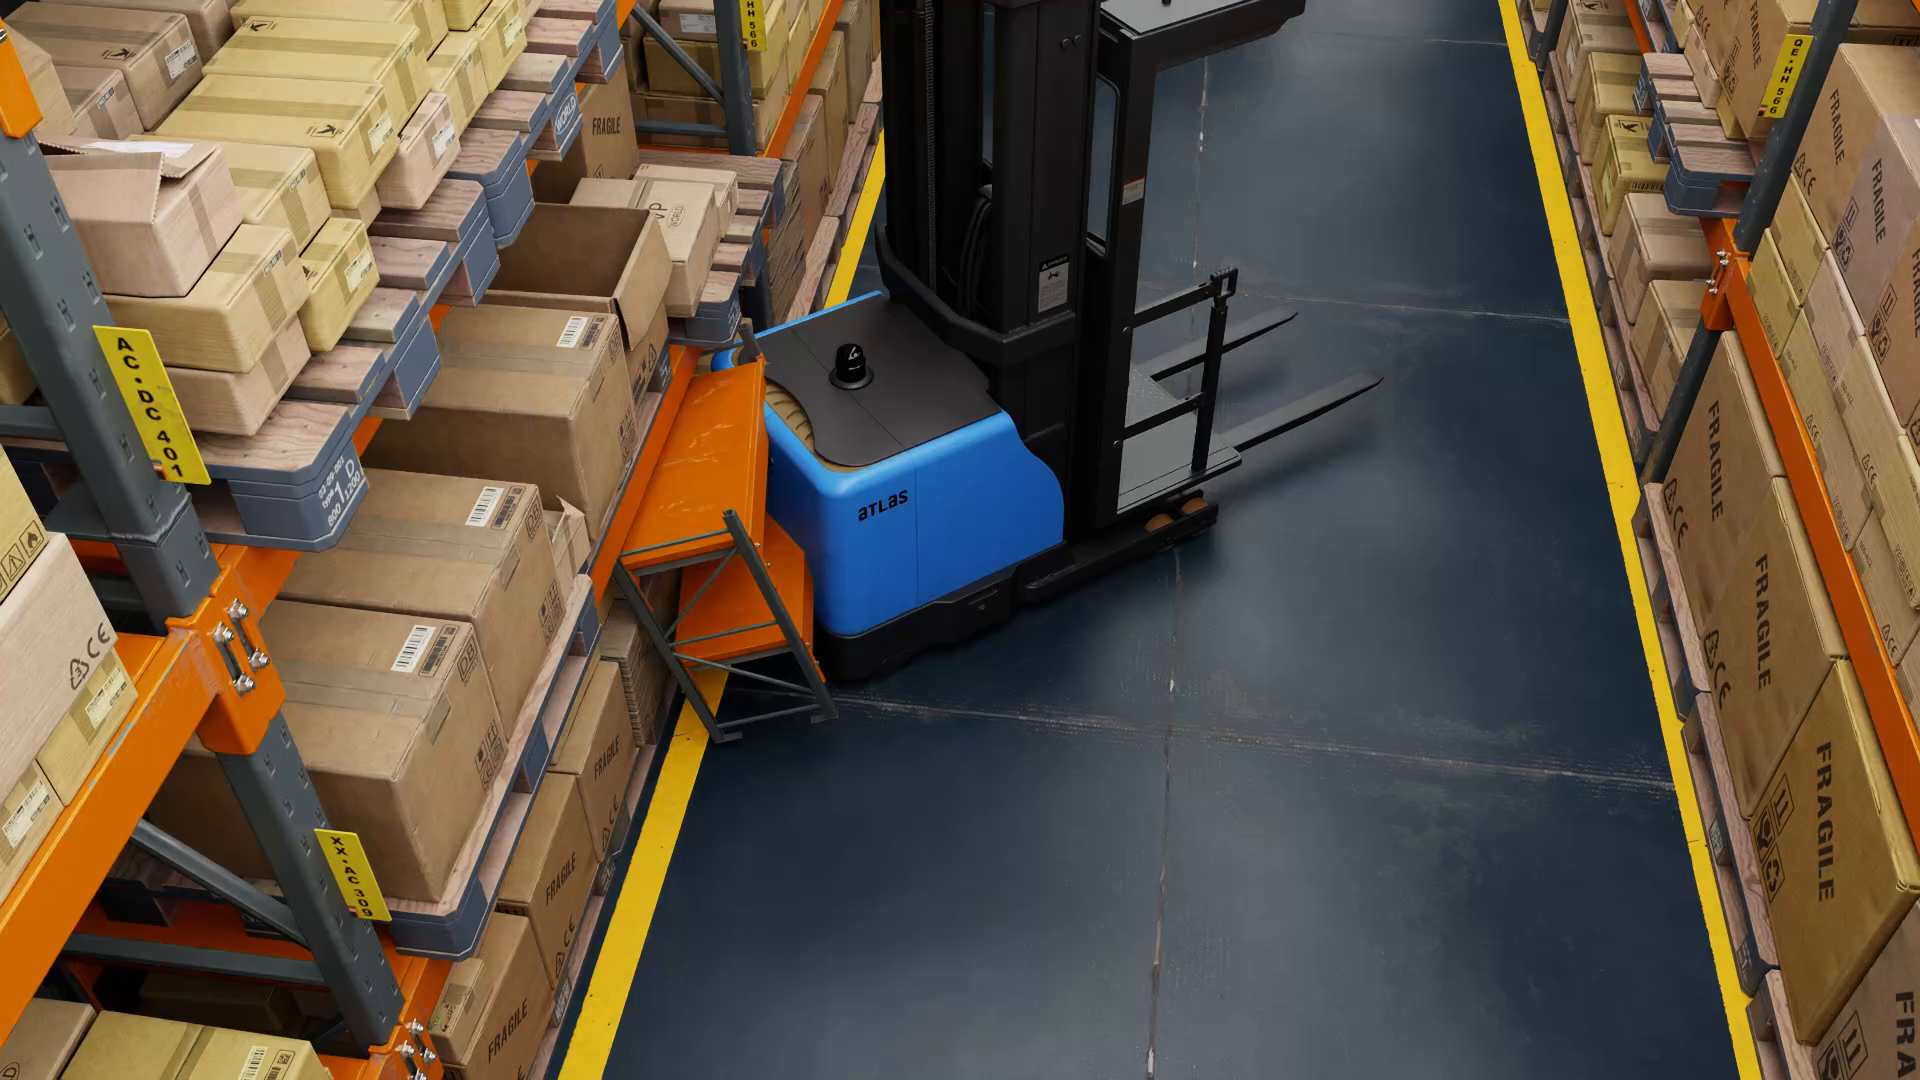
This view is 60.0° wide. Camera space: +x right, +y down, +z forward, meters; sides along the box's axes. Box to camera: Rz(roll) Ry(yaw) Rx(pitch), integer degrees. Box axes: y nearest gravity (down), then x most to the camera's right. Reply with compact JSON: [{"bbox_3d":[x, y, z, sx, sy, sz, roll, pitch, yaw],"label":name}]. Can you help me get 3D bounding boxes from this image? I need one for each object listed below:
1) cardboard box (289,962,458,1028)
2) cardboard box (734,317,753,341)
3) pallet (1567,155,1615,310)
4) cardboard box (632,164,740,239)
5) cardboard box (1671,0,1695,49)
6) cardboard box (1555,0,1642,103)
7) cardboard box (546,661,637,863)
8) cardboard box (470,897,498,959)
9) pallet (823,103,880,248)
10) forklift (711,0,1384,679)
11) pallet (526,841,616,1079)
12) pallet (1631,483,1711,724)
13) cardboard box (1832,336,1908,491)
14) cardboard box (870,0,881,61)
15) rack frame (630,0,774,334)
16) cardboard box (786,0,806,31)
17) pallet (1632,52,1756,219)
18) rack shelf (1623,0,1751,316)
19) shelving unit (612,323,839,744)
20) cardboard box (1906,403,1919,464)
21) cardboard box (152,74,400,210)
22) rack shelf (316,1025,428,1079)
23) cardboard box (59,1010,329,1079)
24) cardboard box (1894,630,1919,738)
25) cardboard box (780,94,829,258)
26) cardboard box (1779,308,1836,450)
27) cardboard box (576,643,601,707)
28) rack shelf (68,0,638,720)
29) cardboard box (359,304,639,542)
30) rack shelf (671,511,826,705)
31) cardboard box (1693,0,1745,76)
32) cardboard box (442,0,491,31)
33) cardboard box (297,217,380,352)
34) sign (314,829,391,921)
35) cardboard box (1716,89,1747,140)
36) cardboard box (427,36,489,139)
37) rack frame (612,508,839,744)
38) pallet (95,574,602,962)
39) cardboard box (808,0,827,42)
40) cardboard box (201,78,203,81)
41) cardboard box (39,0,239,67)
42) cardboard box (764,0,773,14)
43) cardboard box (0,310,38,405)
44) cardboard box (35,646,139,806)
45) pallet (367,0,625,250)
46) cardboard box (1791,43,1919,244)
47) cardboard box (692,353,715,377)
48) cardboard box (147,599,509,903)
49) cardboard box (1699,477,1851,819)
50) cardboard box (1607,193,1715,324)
[{"bbox_3d":[-1.630,1.199,4.648,0.380,0.149,0.250,5,44,5],"label":"cardboard box"},{"bbox_3d":[-1.196,-0.650,7.289,0.500,0.500,0.500,6,44,7],"label":"cardboard box"},{"bbox_3d":[3.836,-1.613,8.822,1.003,0.211,1.213,5,44,6],"label":"pallet"},{"bbox_3d":[-1.059,-1.291,6.332,0.380,0.149,0.250,6,44,6],"label":"cardboard box"},{"bbox_3d":[3.394,-2.295,7.391,0.380,0.149,0.250,6,44,6],"label":"cardboard box"},{"bbox_3d":[4.030,-2.831,9.686,0.950,0.372,0.625,6,44,6],"label":"cardboard box"},{"bbox_3d":[-1.464,0.756,5.805,0.500,0.500,0.500,4,44,4],"label":"cardboard box"},{"bbox_3d":[-1.610,1.117,4.952,0.380,0.149,0.250,4,44,4],"label":"cardboard box"},{"bbox_3d":[-1.042,-2.087,9.322,1.003,0.211,1.213,5,44,6],"label":"pallet"},{"bbox_3d":[0.526,-1.296,6.509,3.031,2.935,1.130,-24,48,-23],"label":"forklift"},{"bbox_3d":[-1.812,1.468,5.568,1.003,0.211,1.213,5,44,6],"label":"pallet"},{"bbox_3d":[3.389,0.279,6.824,1.003,0.211,1.213,5,44,6],"label":"pallet"},{"bbox_3d":[3.108,-0.377,5.235,0.500,0.250,0.500,5,44,5],"label":"cardboard box"},{"bbox_3d":[-0.882,-3.372,10.074,0.875,0.625,0.625,7,44,7],"label":"cardboard box"},{"bbox_3d":[-1.353,-1.713,6.899,1.000,3.000,0.127,5,44,6],"label":"rack frame"},{"bbox_3d":[-0.985,-2.461,7.435,0.500,0.250,0.500,7,44,7],"label":"cardboard box"},{"bbox_3d":[3.556,-1.690,7.014,1.213,0.211,1.003,5,44,6],"label":"pallet"},{"bbox_3d":[3.832,-2.366,8.112,1.077,0.370,4.000,5,44,6],"label":"rack shelf"},{"bbox_3d":[-0.871,-0.019,6.341,0.538,1.125,1.048,-13,44,9],"label":"shelving unit"},{"bbox_3d":[3.050,-0.316,4.624,0.500,0.500,0.500,6,44,6],"label":"cardboard box"},{"bbox_3d":[-1.367,-0.802,3.344,0.380,0.149,0.250,5,44,5],"label":"cardboard box"},{"bbox_3d":[-2.146,2.638,2.828,1.077,0.370,4.000,5,44,6],"label":"rack shelf"},{"bbox_3d":[-1.707,1.329,3.579,0.500,0.250,0.500,6,44,7],"label":"cardboard box"},{"bbox_3d":[3.003,0.499,4.673,0.500,0.250,0.500,4,44,4],"label":"cardboard box"},{"bbox_3d":[-1.178,-1.873,8.490,0.875,0.625,0.625,7,44,7],"label":"cardboard box"},{"bbox_3d":[3.203,-0.547,5.778,0.500,0.250,0.500,4,44,4],"label":"cardboard box"},{"bbox_3d":[-1.460,0.417,5.691,0.380,0.149,0.250,7,44,7],"label":"cardboard box"},{"bbox_3d":[-1.617,-1.177,4.676,1.077,0.370,4.000,5,44,6],"label":"rack shelf"},{"bbox_3d":[-1.424,-0.372,5.106,0.700,0.500,0.500,5,44,5],"label":"cardboard box"},{"bbox_3d":[-0.807,0.147,6.509,0.538,0.278,1.000,-13,44,9],"label":"rack shelf"},{"bbox_3d":[3.410,-2.249,6.871,0.500,0.500,0.500,5,44,5],"label":"cardboard box"},{"bbox_3d":[-1.305,-1.329,3.901,0.380,0.149,0.250,6,44,6],"label":"cardboard box"},{"bbox_3d":[-1.379,-0.514,3.256,0.380,0.149,0.250,6,44,6],"label":"cardboard box"},{"bbox_3d":[-1.343,0.743,3.676,0.100,0.325,0.005,5,44,6],"label":"sign"},{"bbox_3d":[3.342,-1.759,6.826,0.380,0.149,0.250,6,44,6],"label":"cardboard box"},{"bbox_3d":[-1.315,-1.037,3.809,0.380,0.149,0.250,5,44,5],"label":"cardboard box"},{"bbox_3d":[-0.848,0.339,5.980,0.500,1.125,0.032,-13,44,9],"label":"rack frame"},{"bbox_3d":[-1.668,0.549,4.651,1.003,0.211,1.213,5,44,6],"label":"pallet"},{"bbox_3d":[-0.919,-2.632,7.980,0.500,0.250,0.500,4,44,4],"label":"cardboard box"},{"bbox_3d":[-1.828,-1.098,3.873,0.380,0.149,0.250,4,44,4],"label":"cardboard box"},{"bbox_3d":[-1.817,-1.198,3.763,0.380,0.149,0.250,4,44,4],"label":"cardboard box"},{"bbox_3d":[-0.985,-2.357,7.035,0.380,0.149,0.250,6,44,6],"label":"cardboard box"},{"bbox_3d":[-1.910,-0.386,3.121,0.380,0.149,0.250,5,44,5],"label":"cardboard box"},{"bbox_3d":[-1.636,0.287,2.788,0.380,0.149,0.250,5,44,5],"label":"cardboard box"},{"bbox_3d":[-1.592,-1.153,4.263,1.213,0.211,1.003,5,44,6],"label":"pallet"},{"bbox_3d":[3.260,-1.349,5.716,0.500,0.500,0.500,4,44,4],"label":"cardboard box"},{"bbox_3d":[-1.172,-0.644,6.812,0.380,0.149,0.250,3,44,3],"label":"cardboard box"},{"bbox_3d":[-1.596,0.515,4.168,0.700,0.500,0.500,6,44,7],"label":"cardboard box"},{"bbox_3d":[3.272,0.426,5.881,0.875,0.875,0.875,6,44,6],"label":"cardboard box"},{"bbox_3d":[3.742,-1.350,8.122,0.950,0.372,0.625,4,44,5],"label":"cardboard box"}]
